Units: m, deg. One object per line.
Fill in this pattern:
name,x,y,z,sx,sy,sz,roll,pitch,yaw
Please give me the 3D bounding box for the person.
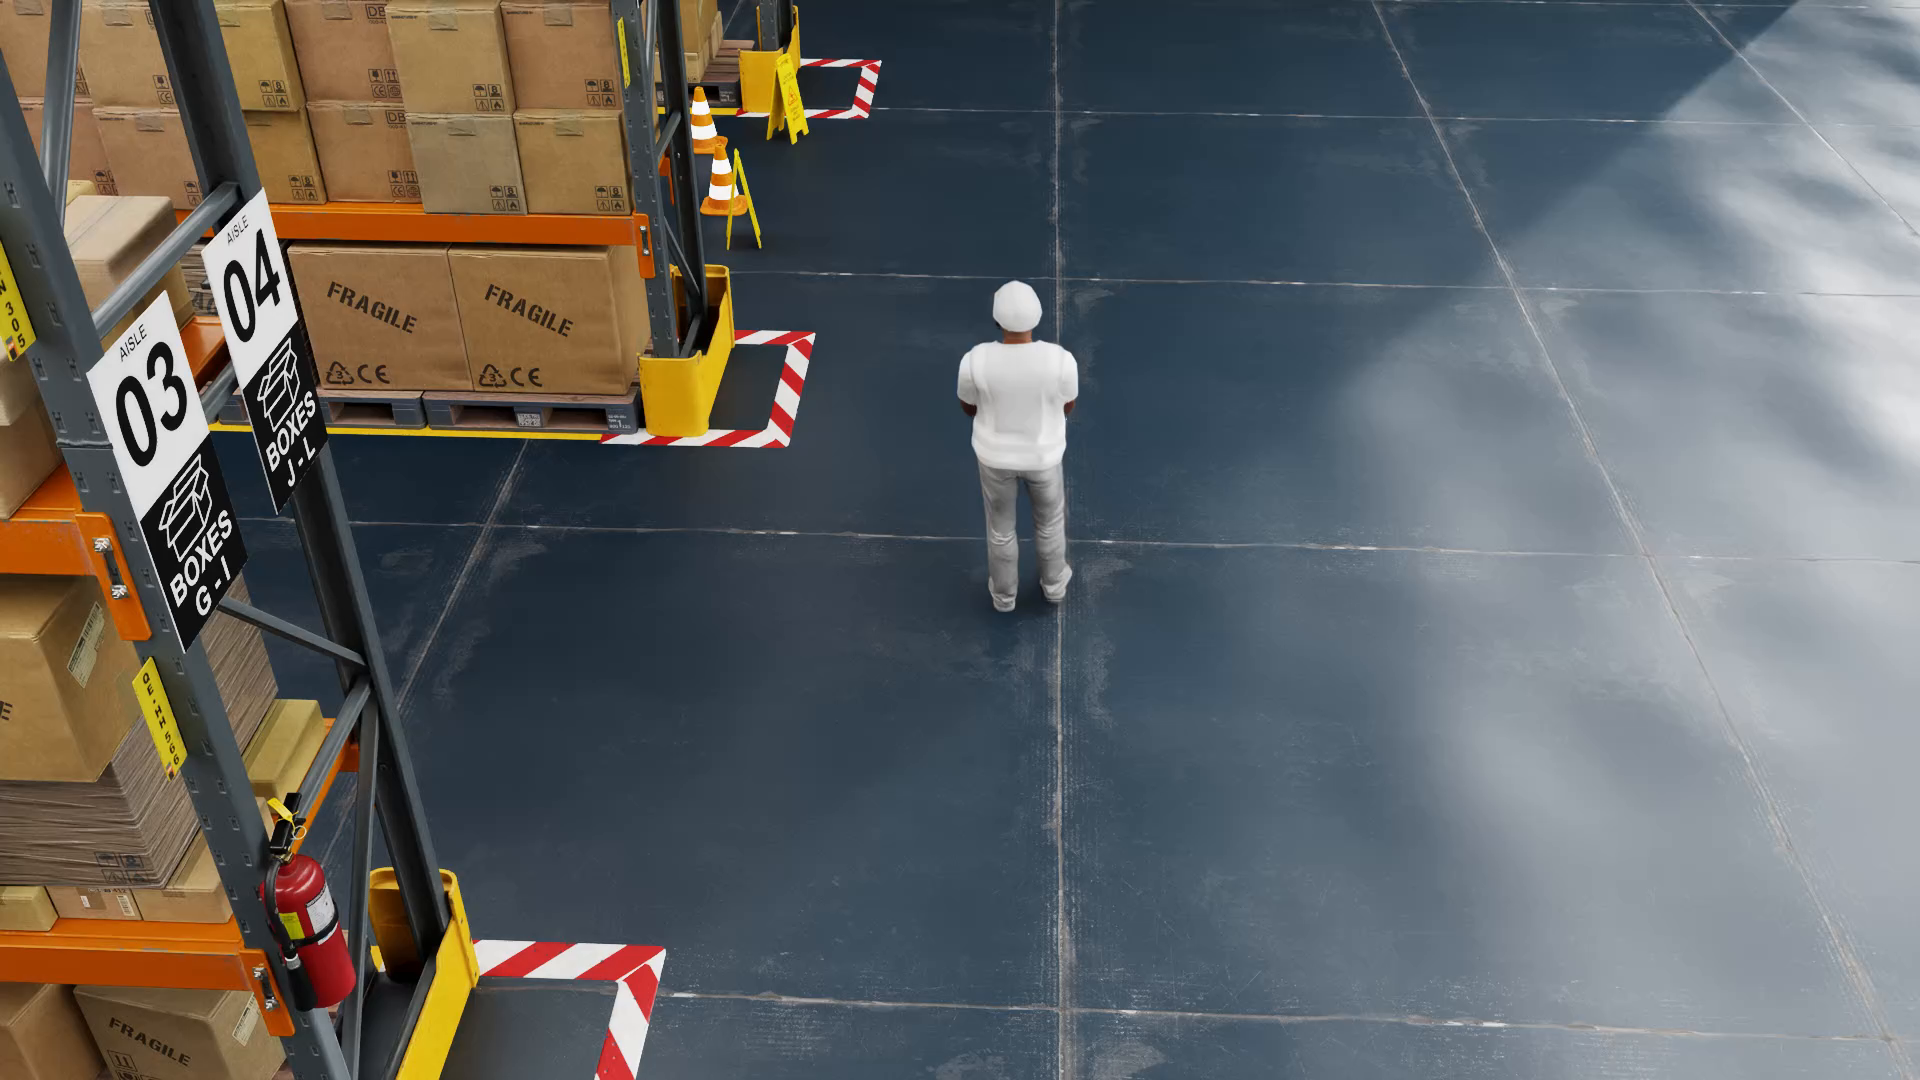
person,0.272,-0.446,7.714,0.564,1.772,0.529,2,36,2
